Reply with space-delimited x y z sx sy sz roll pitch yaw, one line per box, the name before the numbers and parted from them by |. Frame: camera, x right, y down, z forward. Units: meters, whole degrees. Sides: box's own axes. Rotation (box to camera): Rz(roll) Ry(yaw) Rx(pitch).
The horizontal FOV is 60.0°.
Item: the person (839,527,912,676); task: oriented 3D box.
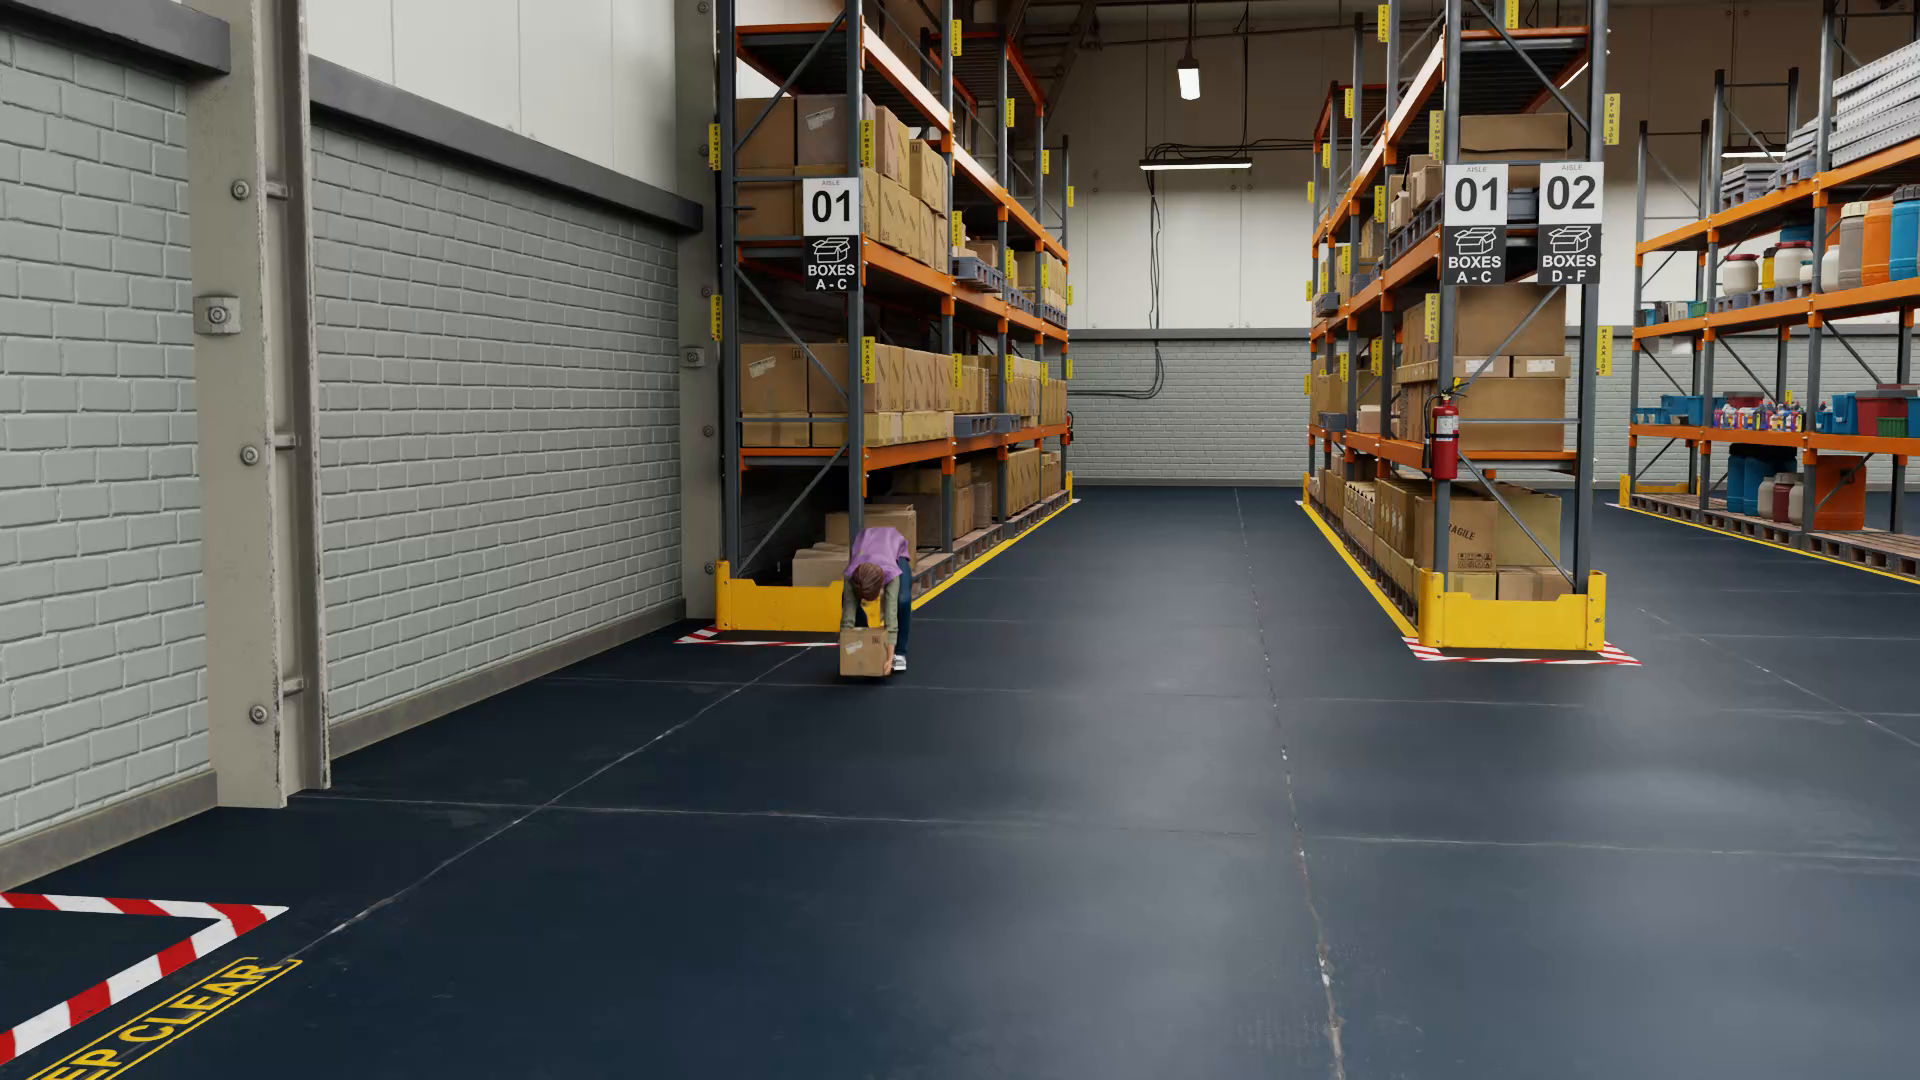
person | -0.507 0.372 10.012 0.425 0.873 0.853 0 5 6
